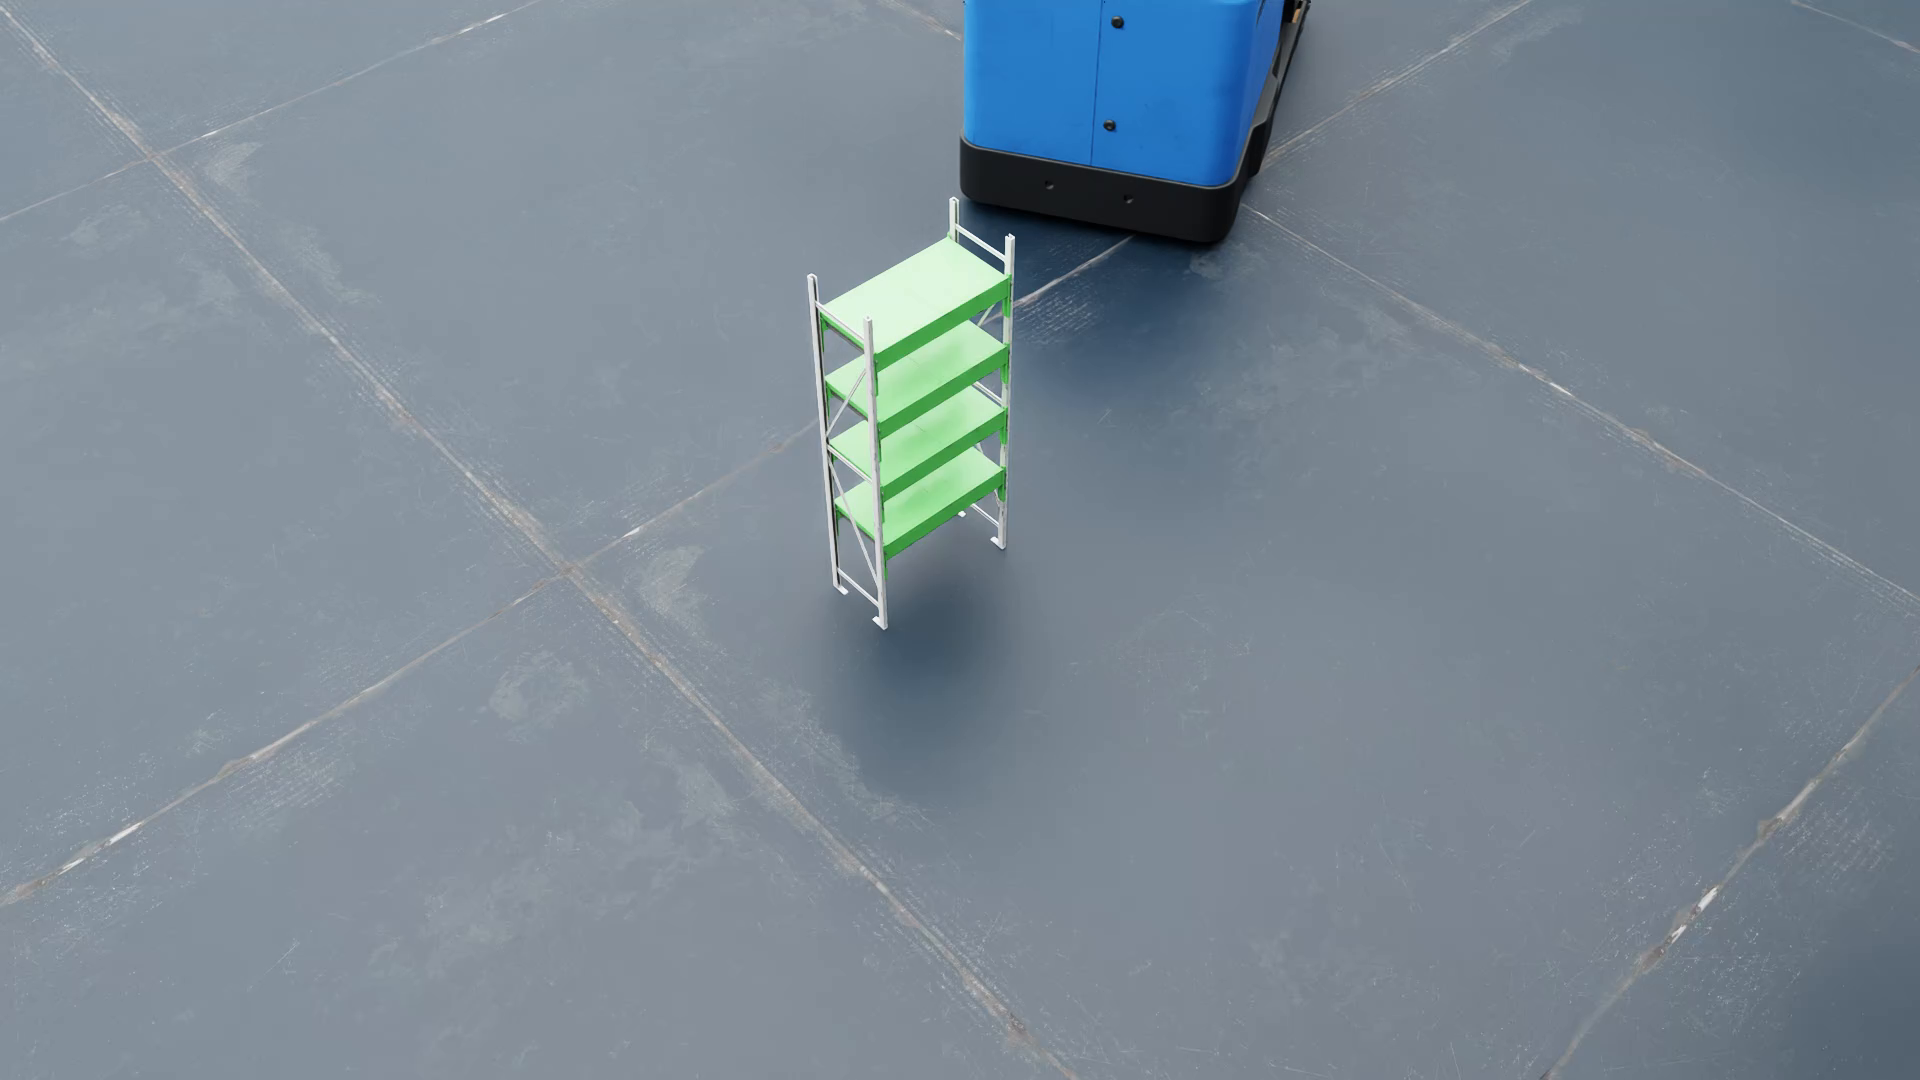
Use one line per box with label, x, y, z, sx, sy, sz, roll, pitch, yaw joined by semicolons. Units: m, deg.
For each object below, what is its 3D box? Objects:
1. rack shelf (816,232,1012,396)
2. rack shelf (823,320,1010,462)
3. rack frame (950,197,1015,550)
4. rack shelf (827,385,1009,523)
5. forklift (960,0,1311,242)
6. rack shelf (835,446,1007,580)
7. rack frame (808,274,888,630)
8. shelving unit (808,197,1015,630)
rack shelf;-0.122;-0.607;4.428;0.480;0.148;0.258;-34;56;-27
rack shelf;-0.122;-0.444;4.604;0.480;0.148;0.258;-34;56;-27
rack frame;0.058;-0.446;4.845;0.015;1.200;0.240;-34;56;-27
rack shelf;-0.122;-0.282;4.780;0.480;0.148;0.258;-34;56;-27
forklift;0.918;-3.206;6.214;1.130;2.935;3.031;13;49;11
rack shelf;-0.122;-0.119;4.957;0.480;0.148;0.258;-34;56;-27
rack frame;-0.303;-0.204;4.622;0.015;1.200;0.240;-34;56;-27
shelving unit;-0.122;-0.325;4.734;0.503;1.200;0.258;-34;56;-27
